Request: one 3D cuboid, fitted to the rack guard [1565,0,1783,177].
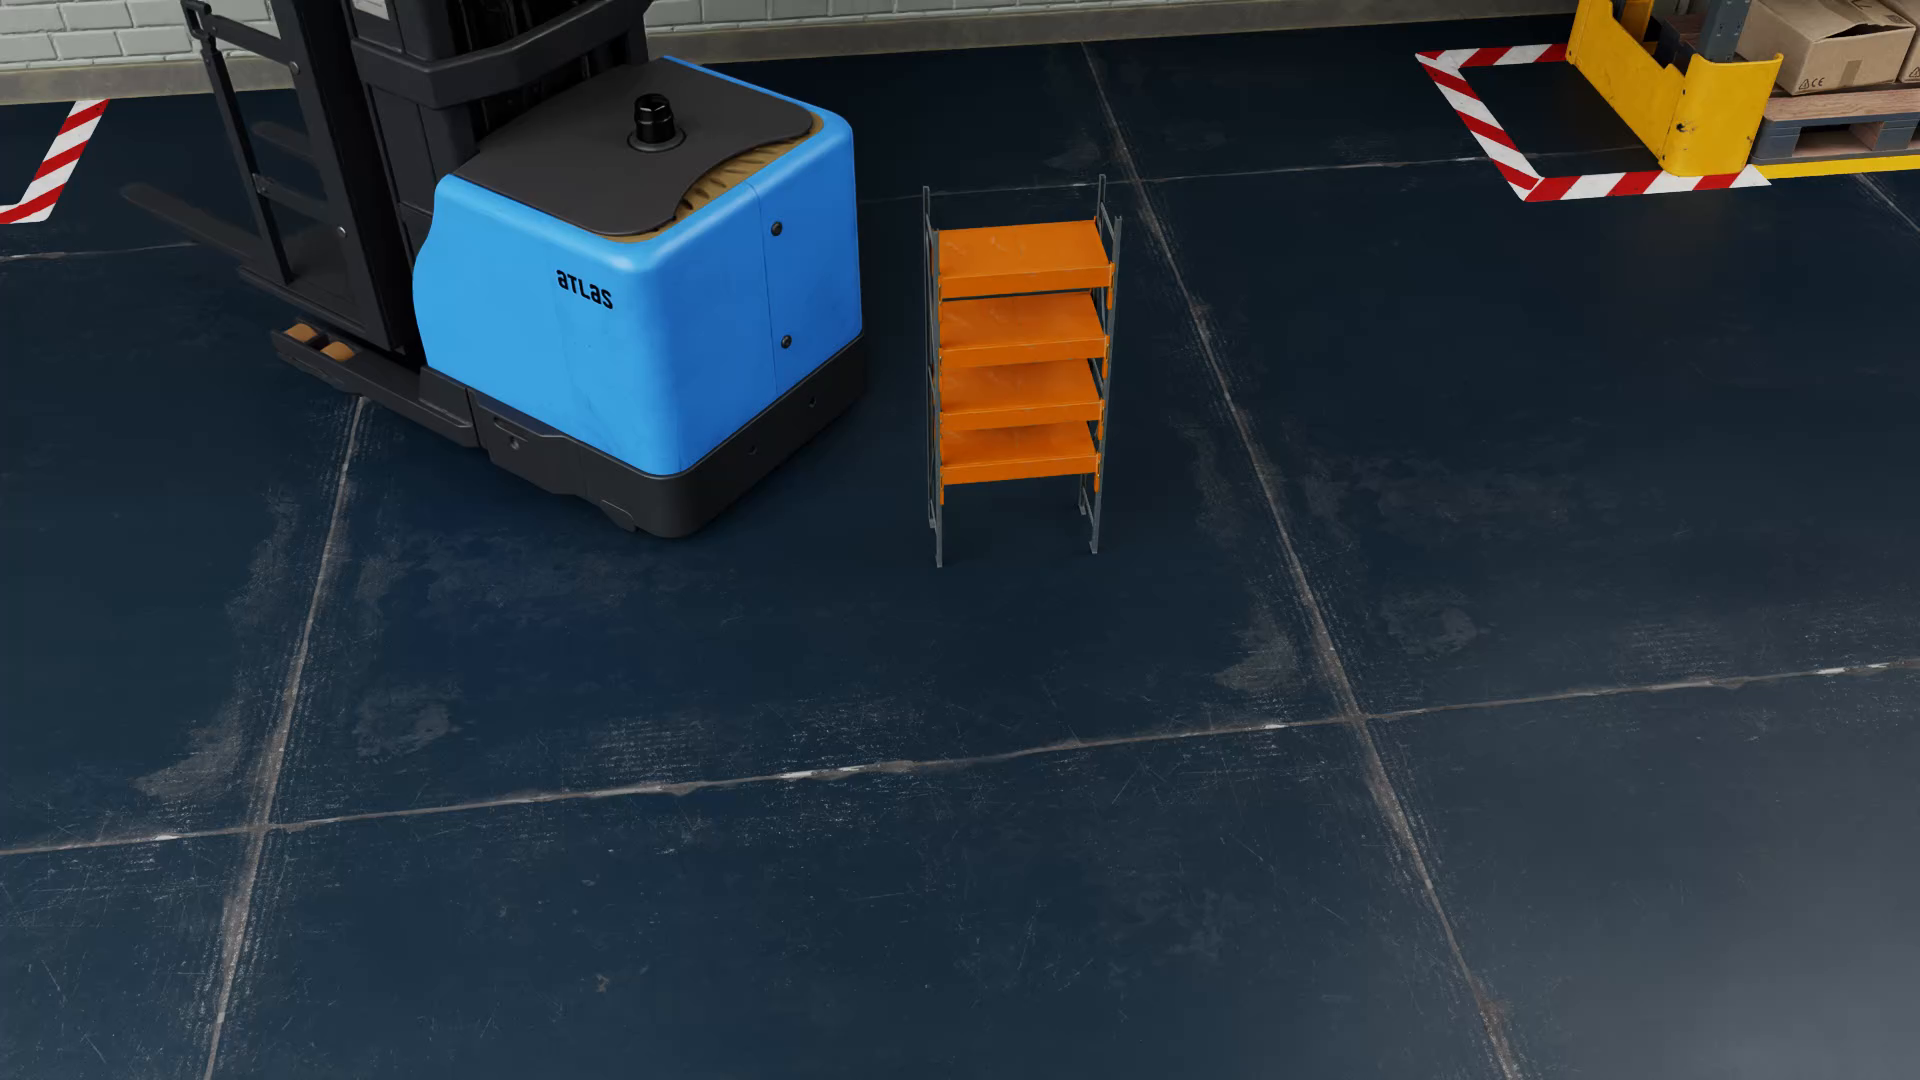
[{"bbox_3d":[3.056,-2.095,7.200,0.348,0.500,1.175,-5,42,-6],"label":"rack guard"}]

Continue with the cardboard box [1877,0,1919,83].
[{"bbox_3d":[4.244,-2.231,7.163,0.500,0.311,0.500,-2,42,-2],"label":"cardboard box"}]

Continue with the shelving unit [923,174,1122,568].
[{"bbox_3d":[0.164,-0.460,4.864,0.503,1.200,0.258,-5,42,-6],"label":"shelving unit"}]

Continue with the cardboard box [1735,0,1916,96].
[{"bbox_3d":[3.678,-2.182,7.109,0.500,0.311,0.500,-9,43,-10],"label":"cardboard box"}]

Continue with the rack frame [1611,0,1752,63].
[{"bbox_3d":[2.981,-3.017,6.355,0.127,3.000,1.000,-5,42,-6],"label":"rack frame"}]

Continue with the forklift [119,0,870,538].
[{"bbox_3d":[-1.814,-1.879,5.145,3.031,2.935,1.130,25,48,25],"label":"forklift"}]

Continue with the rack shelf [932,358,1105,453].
[{"bbox_3d":[0.164,-0.410,4.909,0.480,0.148,0.258,-5,42,-6],"label":"rack shelf"}]

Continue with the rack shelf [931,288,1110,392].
[{"bbox_3d":[0.164,-0.576,4.759,0.480,0.148,0.258,-5,42,-6],"label":"rack shelf"}]

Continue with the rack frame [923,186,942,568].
[{"bbox_3d":[-0.078,-0.439,4.841,0.015,1.200,0.240,-5,42,-6],"label":"rack frame"}]

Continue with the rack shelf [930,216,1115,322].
[{"bbox_3d":[0.164,-0.752,4.601,0.480,0.148,0.258,-5,42,-6],"label":"rack shelf"}]

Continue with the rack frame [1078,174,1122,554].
[{"bbox_3d":[0.406,-0.481,4.888,0.015,1.200,0.240,-5,42,-6],"label":"rack frame"}]

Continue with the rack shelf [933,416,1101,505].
[{"bbox_3d":[0.164,-0.262,5.042,0.480,0.148,0.258,-5,42,-6],"label":"rack shelf"}]

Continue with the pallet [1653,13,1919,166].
[{"bbox_3d":[3.866,-2.035,7.348,1.213,0.211,1.003,-5,42,-6],"label":"pallet"}]
